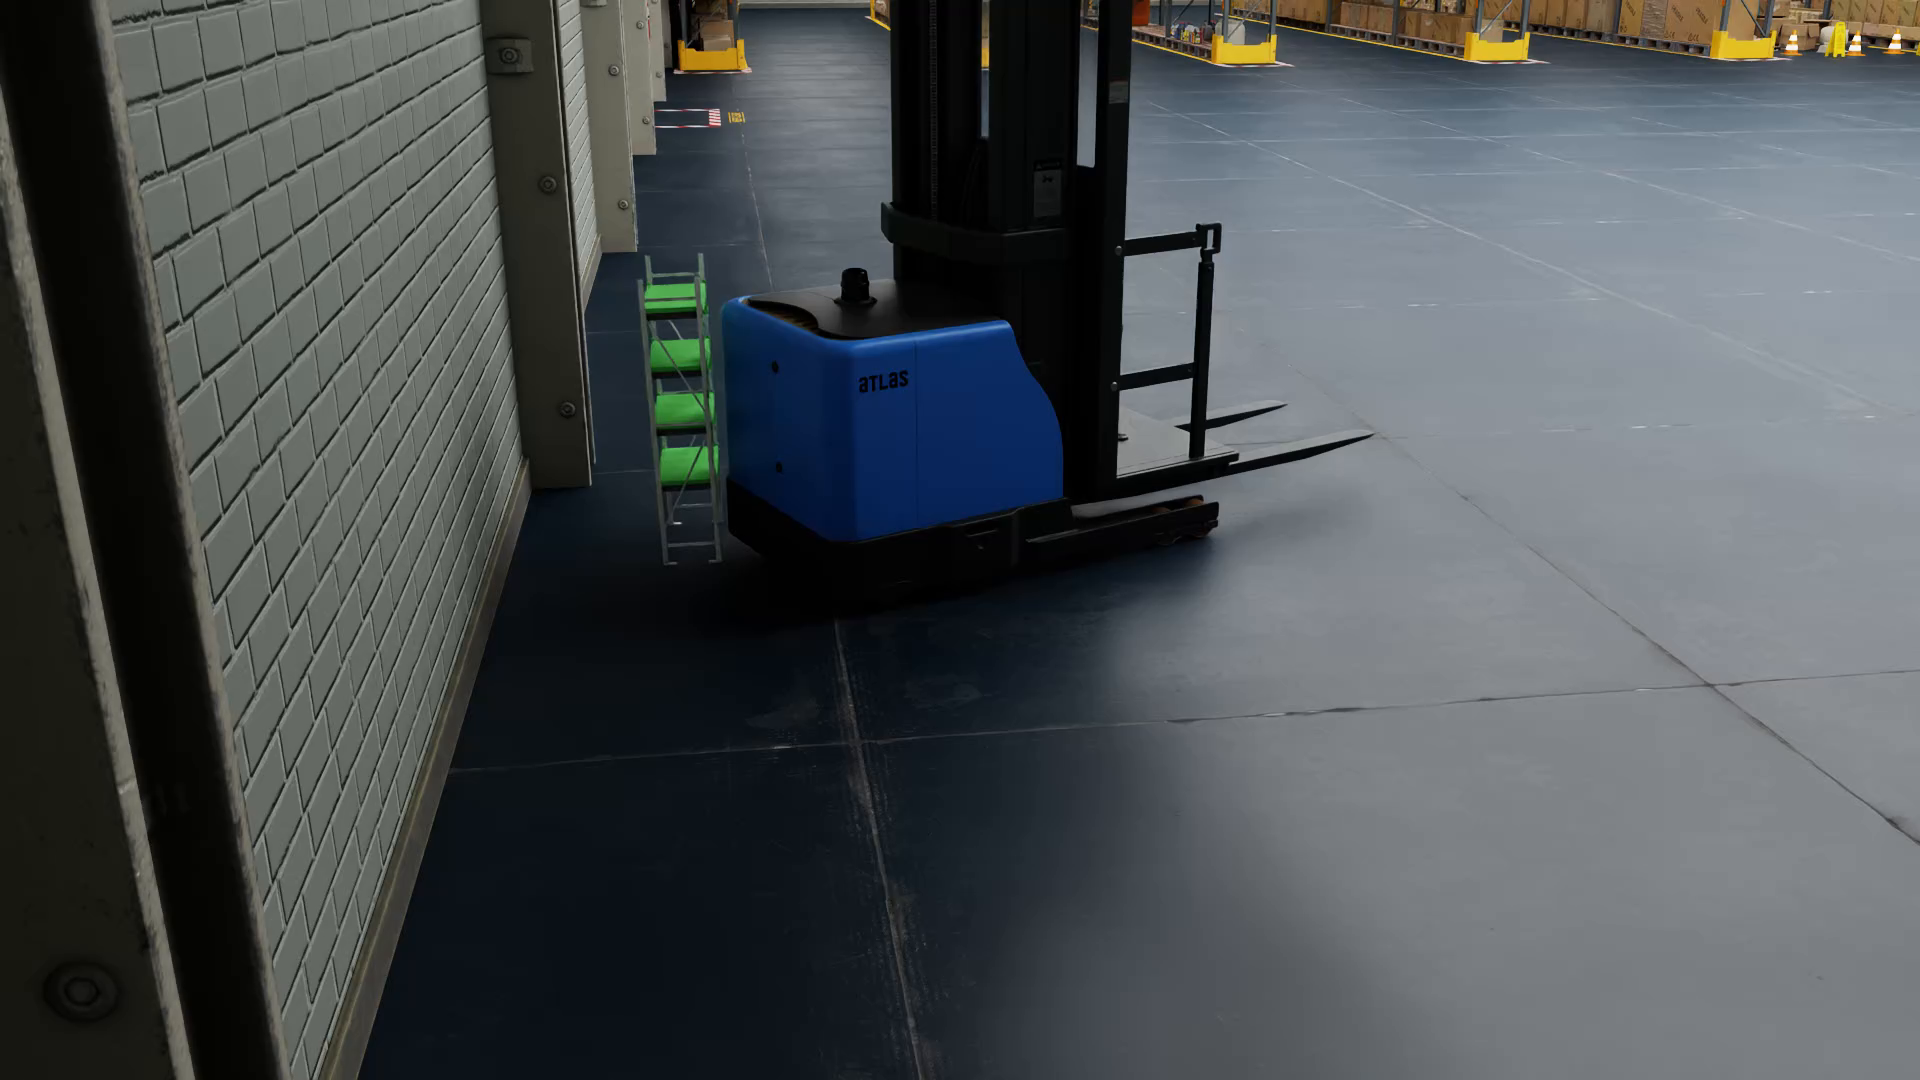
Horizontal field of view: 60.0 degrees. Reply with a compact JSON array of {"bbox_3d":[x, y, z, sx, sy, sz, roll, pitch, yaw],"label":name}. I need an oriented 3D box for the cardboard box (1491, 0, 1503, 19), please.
[{"bbox_3d":[13.518,-13.170,41.164,0.500,0.500,0.500,-4,21,-10],"label":"cardboard box"}]

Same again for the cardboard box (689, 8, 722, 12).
[{"bbox_3d":[-5.478,-11.207,35.880,0.700,0.500,0.500,-3,21,-8],"label":"cardboard box"}]

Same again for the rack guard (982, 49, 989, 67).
[{"bbox_3d":[0.466,-8.905,30.344,1.175,0.500,0.348,-3,21,-8],"label":"rack guard"}]

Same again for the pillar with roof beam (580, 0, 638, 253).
[{"bbox_3d":[1.459,-6.827,12.635,9.100,9.000,0.400,-3,21,-8],"label":"pillar with roof beam"}]

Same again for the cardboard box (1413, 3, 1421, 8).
[{"bbox_3d":[12.730,-14.735,45.856,0.380,0.149,0.250,-3,21,-7],"label":"cardboard box"}]

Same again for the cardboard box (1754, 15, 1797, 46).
[{"bbox_3d":[17.171,-10.781,35.167,0.797,0.637,0.503,-3,21,-8],"label":"cardboard box"}]

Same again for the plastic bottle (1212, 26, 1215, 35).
[{"bbox_3d":[5.142,-10.251,33.628,0.061,0.283,0.133,-3,21,-8],"label":"plastic bottle"}]

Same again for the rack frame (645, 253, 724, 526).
[{"bbox_3d":[-1.187,-0.636,7.194,0.240,1.200,0.015,-4,21,-6],"label":"rack frame"}]

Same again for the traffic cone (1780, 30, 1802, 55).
[{"bbox_3d":[16.517,-9.865,32.968,0.336,0.463,0.334,-3,21,-8],"label":"traffic cone"}]

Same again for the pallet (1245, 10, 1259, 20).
[{"bbox_3d":[8.324,-14.122,44.724,1.003,0.211,1.213,-3,21,-8],"label":"pallet"}]

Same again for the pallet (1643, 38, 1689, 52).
[{"bbox_3d":[14.823,-10.186,34.187,1.003,0.211,1.213,-3,21,-8],"label":"pallet"}]

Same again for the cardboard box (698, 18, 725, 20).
[{"bbox_3d":[-4.827,-9.896,32.369,0.500,0.500,0.500,-4,21,-12],"label":"cardboard box"}]

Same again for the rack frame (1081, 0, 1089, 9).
[{"bbox_3d":[3.058,-15.873,45.427,1.000,3.000,0.127,-3,21,-8],"label":"rack frame"}]

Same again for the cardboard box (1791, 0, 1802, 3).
[{"bbox_3d":[22.906,-15.026,46.132,0.700,0.500,0.500,-4,21,-10],"label":"cardboard box"}]

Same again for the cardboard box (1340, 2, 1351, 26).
[{"bbox_3d":[9.229,-12.157,38.422,0.700,0.500,0.500,-4,21,-11],"label":"cardboard box"}]

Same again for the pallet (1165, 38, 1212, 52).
[{"bbox_3d":[4.843,-10.177,34.162,1.003,0.211,1.213,-3,21,-8],"label":"pallet"}]

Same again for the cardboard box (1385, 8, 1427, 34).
[{"bbox_3d":[9.622,-11.216,35.904,0.700,0.500,0.500,-5,21,-12],"label":"cardboard box"}]

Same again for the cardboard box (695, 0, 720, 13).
[{"bbox_3d":[-5.205,-11.011,34.282,0.500,0.250,0.500,-3,21,-9],"label":"cardboard box"}]

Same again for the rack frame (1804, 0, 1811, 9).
[{"bbox_3d":[23.254,-15.489,44.400,1.000,3.000,0.127,-3,21,-8],"label":"rack frame"}]

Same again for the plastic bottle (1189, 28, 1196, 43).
[{"bbox_3d":[4.637,-10.014,33.004,0.152,0.276,0.135,-3,21,-9],"label":"plastic bottle"}]

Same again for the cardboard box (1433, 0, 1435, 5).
[{"bbox_3d":[12.977,-14.504,44.812,0.380,0.149,0.250,-4,21,-10],"label":"cardboard box"}]

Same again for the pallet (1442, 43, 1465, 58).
[{"bbox_3d":[10.173,-9.586,32.580,1.003,0.211,1.213,-3,21,-8],"label":"pallet"}]

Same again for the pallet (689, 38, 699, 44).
[{"bbox_3d":[-5.130,-10.181,34.174,1.003,0.211,1.213,-3,21,-8],"label":"pallet"}]

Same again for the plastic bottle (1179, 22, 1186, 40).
[{"bbox_3d":[4.521,-10.317,33.710,0.144,0.351,0.185,-4,21,-10],"label":"plastic bottle"}]

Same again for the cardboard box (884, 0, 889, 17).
[{"bbox_3d":[-1.630,-13.457,41.904,0.500,0.500,0.500,-3,21,-8],"label":"cardboard box"}]

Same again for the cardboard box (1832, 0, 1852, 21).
[{"bbox_3d":[19.313,-11.510,36.003,0.500,0.500,0.500,-2,21,-5],"label":"cardboard box"}]

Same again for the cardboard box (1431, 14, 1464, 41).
[{"bbox_3d":[9.964,-10.444,33.864,0.500,0.500,0.500,-5,21,-13],"label":"cardboard box"}]

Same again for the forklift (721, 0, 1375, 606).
[{"bbox_3d":[0.529,-1.490,7.017,3.031,2.935,1.130,-13,24,-30],"label":"forklift"}]

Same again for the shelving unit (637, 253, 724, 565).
[{"bbox_3d":[-1.159,-0.551,6.967,0.258,1.200,0.503,-4,21,-6],"label":"shelving unit"}]

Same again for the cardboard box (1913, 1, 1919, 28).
[{"bbox_3d":[19.699,-10.607,33.586,0.500,0.500,0.500,-3,21,-7],"label":"cardboard box"}]

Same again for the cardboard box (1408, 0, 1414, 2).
[{"bbox_3d":[12.687,-15.046,46.263,0.380,0.149,0.250,-3,21,-8],"label":"cardboard box"}]

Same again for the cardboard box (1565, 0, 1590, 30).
[{"bbox_3d":[14.298,-11.870,37.326,1.050,0.750,0.750,-3,21,-8],"label":"cardboard box"}]

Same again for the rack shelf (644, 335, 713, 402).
[{"bbox_3d":[-1.163,-0.716,6.905,0.258,0.148,0.480,-4,21,-6],"label":"rack shelf"}]

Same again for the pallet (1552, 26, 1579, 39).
[{"bbox_3d":[14.247,-11.563,37.874,1.003,0.211,1.213,-3,21,-8],"label":"pallet"}]

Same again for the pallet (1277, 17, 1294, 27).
[{"bbox_3d":[8.722,-13.168,42.170,1.003,0.211,1.213,-3,21,-8],"label":"pallet"}]

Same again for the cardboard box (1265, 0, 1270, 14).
[{"bbox_3d":[8.520,-14.171,43.309,0.875,0.875,0.875,-3,21,-8],"label":"cardboard box"}]

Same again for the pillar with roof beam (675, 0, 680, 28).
[{"bbox_3d":[-2.866,-17.214,40.445,9.100,9.000,0.400,-3,21,-8],"label":"pillar with roof beam"}]

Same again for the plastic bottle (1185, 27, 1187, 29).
[{"bbox_3d":[4.579,-10.231,33.593,0.097,0.271,0.097,0,20,0],"label":"plastic bottle"}]

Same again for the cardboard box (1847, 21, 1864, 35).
[{"bbox_3d":[19.401,-10.974,35.641,0.500,0.250,0.500,-2,21,-5],"label":"cardboard box"}]

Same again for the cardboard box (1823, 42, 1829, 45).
[{"bbox_3d":[17.884,-10.099,34.042,0.380,0.149,0.250,8,22,20],"label":"cardboard box"}]

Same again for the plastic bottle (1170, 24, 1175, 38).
[{"bbox_3d":[4.400,-10.513,34.349,0.097,0.271,0.097,0,20,0],"label":"plastic bottle"}]

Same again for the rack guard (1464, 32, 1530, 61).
[{"bbox_3d":[10.255,-9.438,31.771,1.175,0.500,0.348,-3,21,-8],"label":"rack guard"}]

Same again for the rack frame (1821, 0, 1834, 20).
[{"bbox_3d":[19.495,-12.468,36.310,1.000,3.000,0.127,-3,21,-8],"label":"rack frame"}]

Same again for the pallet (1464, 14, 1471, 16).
[{"bbox_3d":[13.572,-13.377,42.730,1.003,0.211,1.213,-3,21,-8],"label":"pallet"}]

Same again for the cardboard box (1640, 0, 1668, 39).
[{"bbox_3d":[14.767,-10.851,34.418,0.875,0.875,0.875,-3,21,-7],"label":"cardboard box"}]

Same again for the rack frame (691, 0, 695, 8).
[{"bbox_3d":[-6.746,-15.373,44.089,1.000,3.000,0.127,-3,21,-8],"label":"rack frame"}]

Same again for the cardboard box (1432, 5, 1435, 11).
[{"bbox_3d":[12.916,-14.291,44.666,0.380,0.149,0.250,-3,21,-8],"label":"cardboard box"}]
